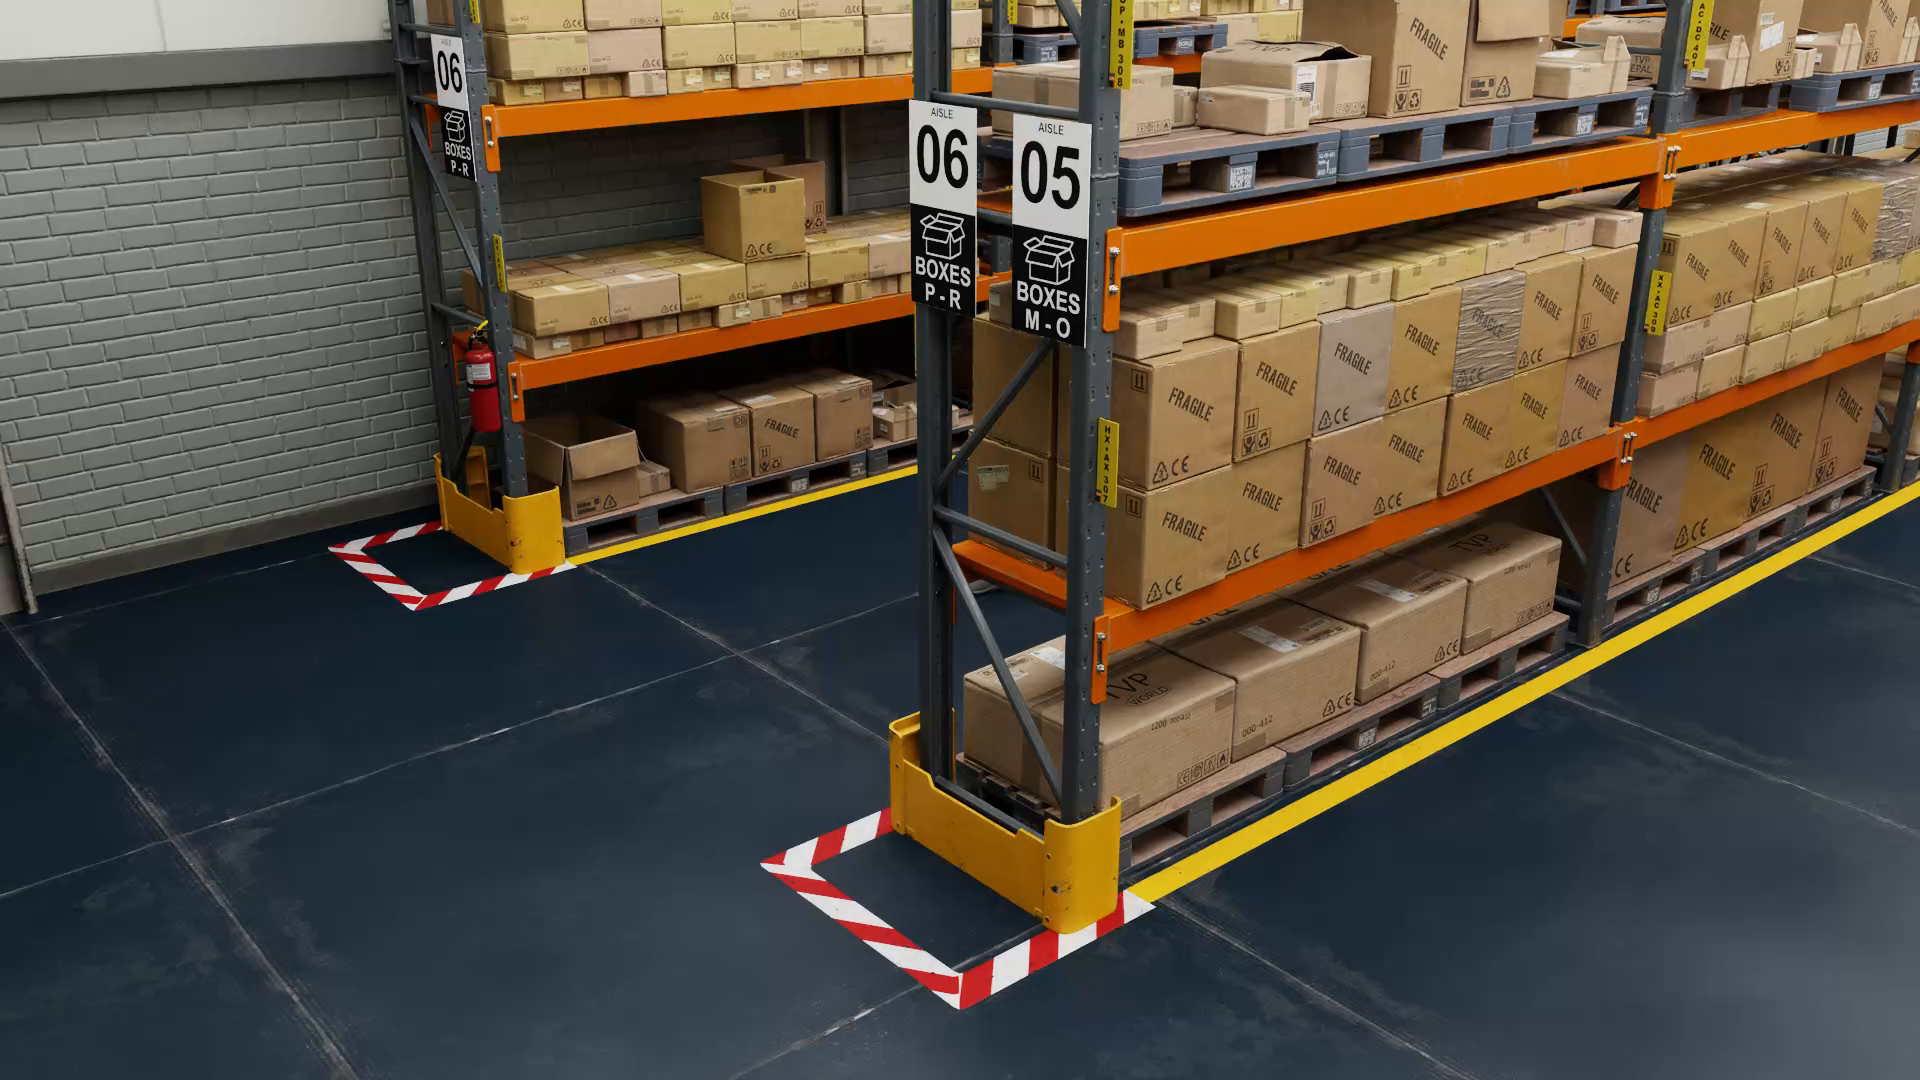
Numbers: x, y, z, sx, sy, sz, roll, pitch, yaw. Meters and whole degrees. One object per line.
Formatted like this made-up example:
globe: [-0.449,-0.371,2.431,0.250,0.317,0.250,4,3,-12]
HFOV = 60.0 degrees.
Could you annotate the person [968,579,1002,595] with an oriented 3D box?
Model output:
person: [0.236,-0.530,9.901,0.483,1.671,0.502,1,21,4]
